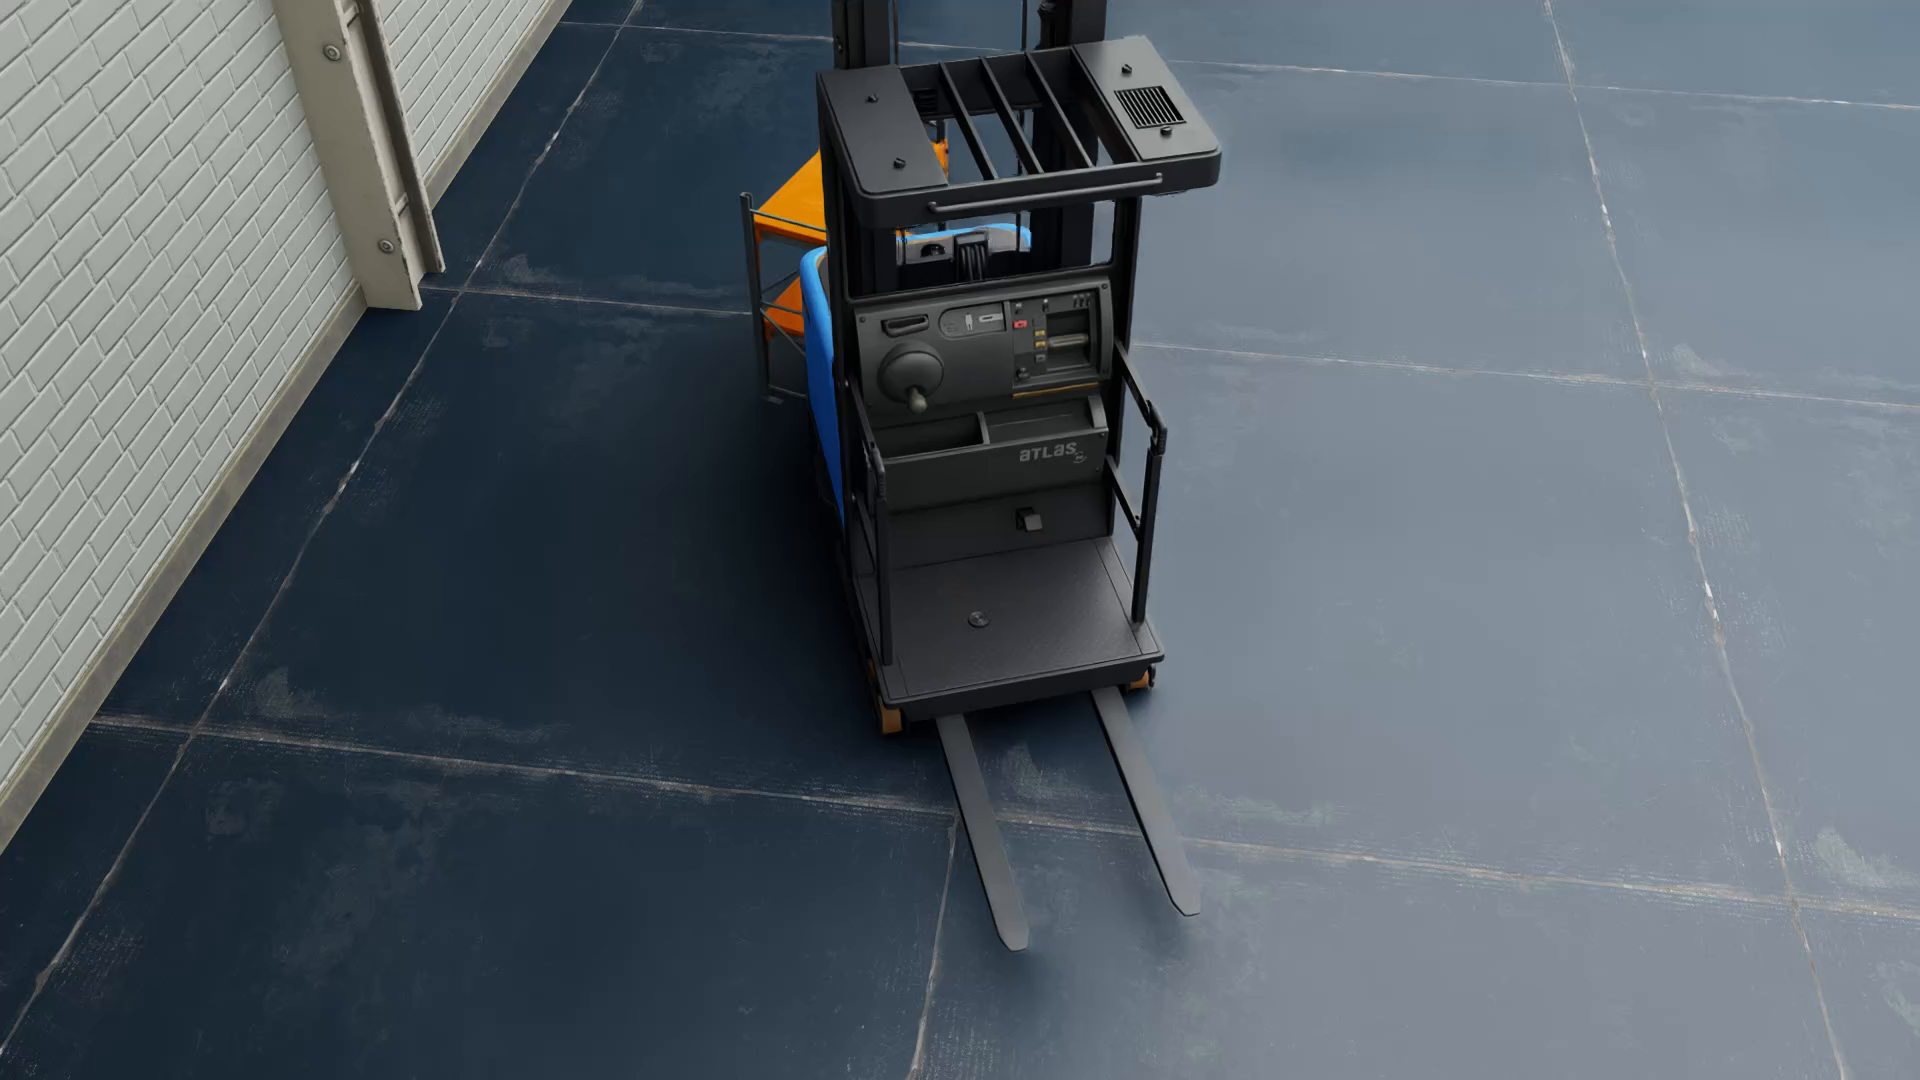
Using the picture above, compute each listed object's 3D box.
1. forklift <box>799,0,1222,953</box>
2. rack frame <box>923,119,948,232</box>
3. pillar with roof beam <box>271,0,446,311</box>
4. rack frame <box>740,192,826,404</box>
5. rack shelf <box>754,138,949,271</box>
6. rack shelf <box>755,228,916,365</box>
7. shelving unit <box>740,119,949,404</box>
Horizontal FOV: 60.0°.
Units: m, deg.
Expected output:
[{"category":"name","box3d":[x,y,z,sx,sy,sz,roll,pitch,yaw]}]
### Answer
[{"category":"forklift","box3d":[0.144,-0.603,5.778,1.130,2.935,3.031,-9,44,-10]},{"category":"rack frame","box3d":[-0.290,-1.657,8.204,0.500,1.125,0.032,18,46,18]},{"category":"pillar with roof beam","box3d":[1.369,-4.200,5.163,9.100,9.000,0.400,5,44,6]},{"category":"rack frame","box3d":[-0.723,-1.025,7.537,0.500,1.125,0.032,18,46,18]},{"category":"rack shelf","box3d":[-0.507,-1.554,7.669,0.538,0.278,1.000,18,46,18]},{"category":"rack shelf","box3d":[-0.507,-1.164,8.039,0.538,0.278,1.000,18,46,18]},{"category":"shelving unit","box3d":[-0.507,-1.341,7.871,0.538,1.125,1.048,18,46,18]}]
